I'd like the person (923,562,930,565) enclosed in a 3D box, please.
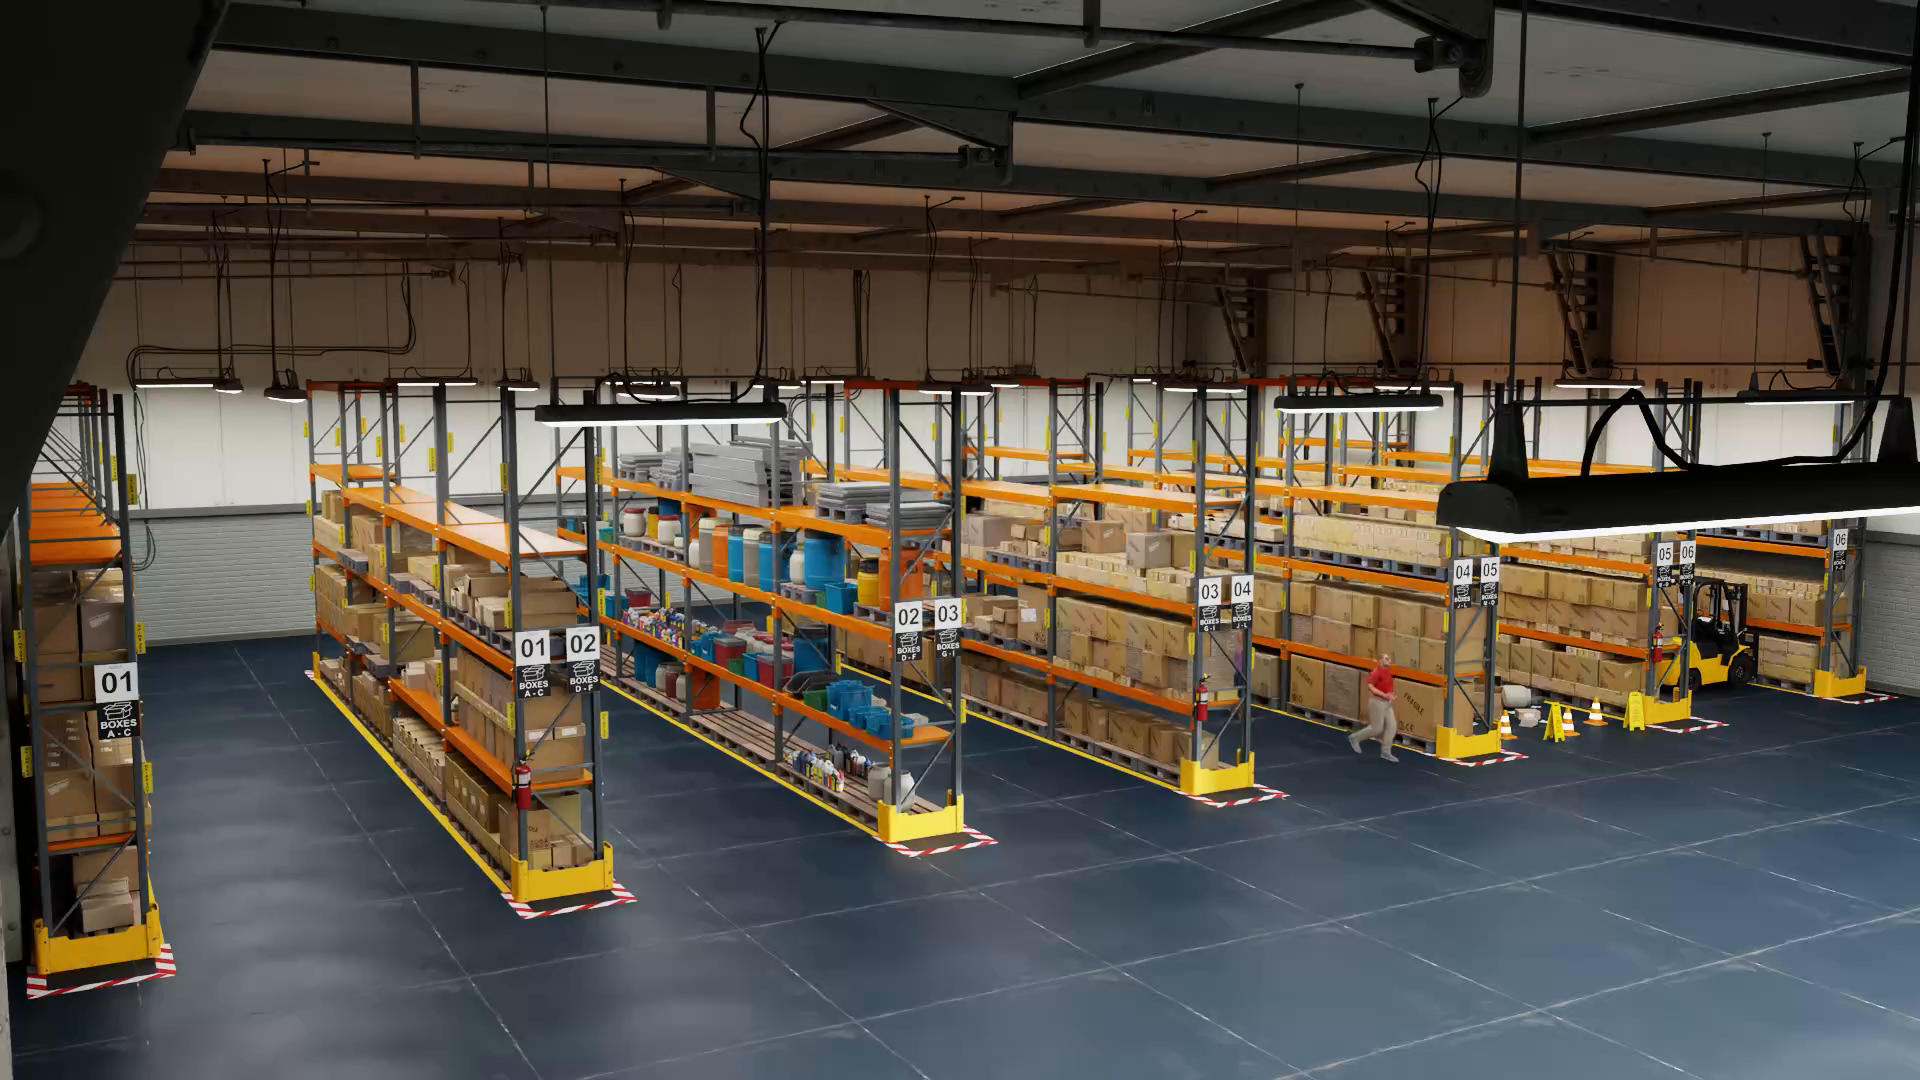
[{"bbox_3d":[-0.903,1.364,39.756,0.705,1.536,0.840,0,6,-3],"label":"person"}]

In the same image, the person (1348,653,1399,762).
[{"bbox_3d":[6.704,2.659,26.701,0.826,1.725,0.673,5,8,39],"label":"person"}]

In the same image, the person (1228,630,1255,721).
[{"bbox_3d":[4.965,2.380,29.632,0.543,1.576,0.877,-4,7,-35],"label":"person"}]
